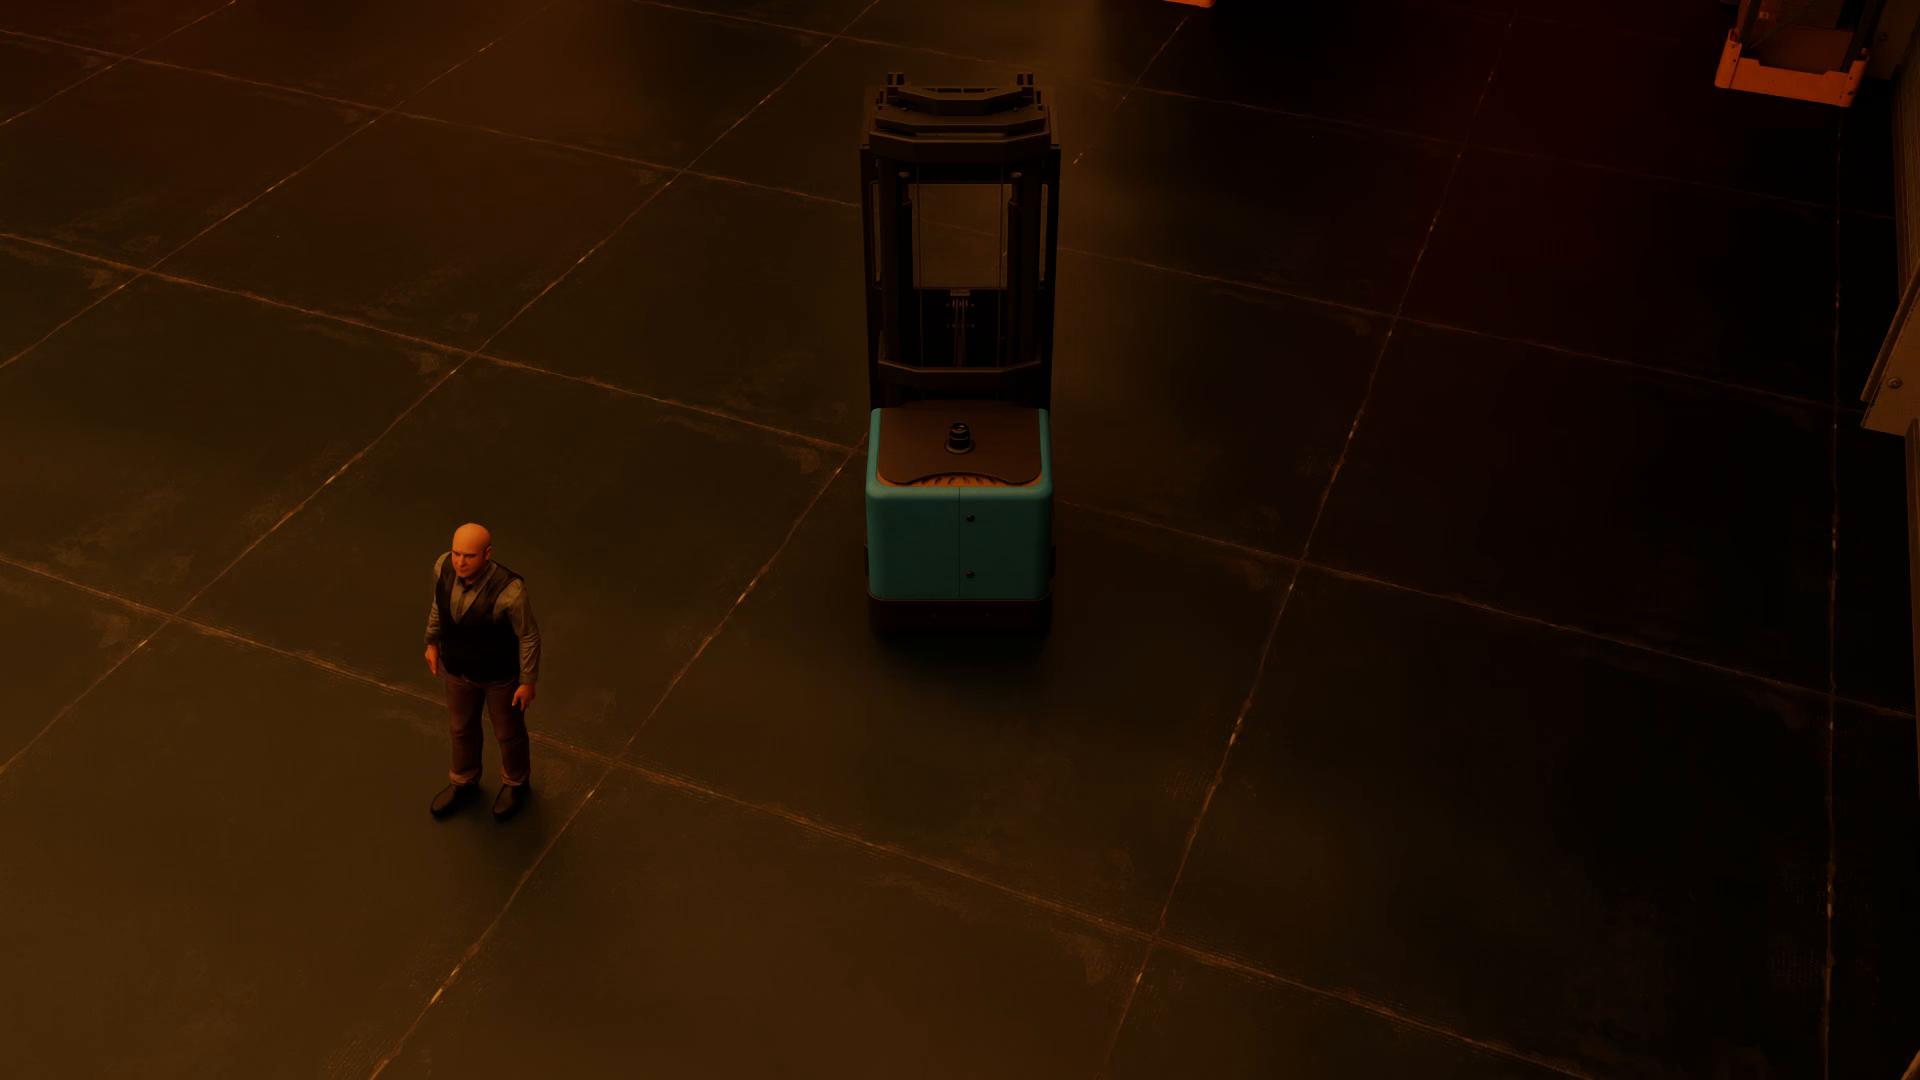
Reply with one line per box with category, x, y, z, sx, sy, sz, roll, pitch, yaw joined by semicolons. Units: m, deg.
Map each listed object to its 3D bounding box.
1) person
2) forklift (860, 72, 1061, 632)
person;-2.361;0.667;8.140;0.632;1.720;0.568;16;42;18
forklift;0.002;-1.515;9.816;1.130;2.935;3.031;0;40;0
